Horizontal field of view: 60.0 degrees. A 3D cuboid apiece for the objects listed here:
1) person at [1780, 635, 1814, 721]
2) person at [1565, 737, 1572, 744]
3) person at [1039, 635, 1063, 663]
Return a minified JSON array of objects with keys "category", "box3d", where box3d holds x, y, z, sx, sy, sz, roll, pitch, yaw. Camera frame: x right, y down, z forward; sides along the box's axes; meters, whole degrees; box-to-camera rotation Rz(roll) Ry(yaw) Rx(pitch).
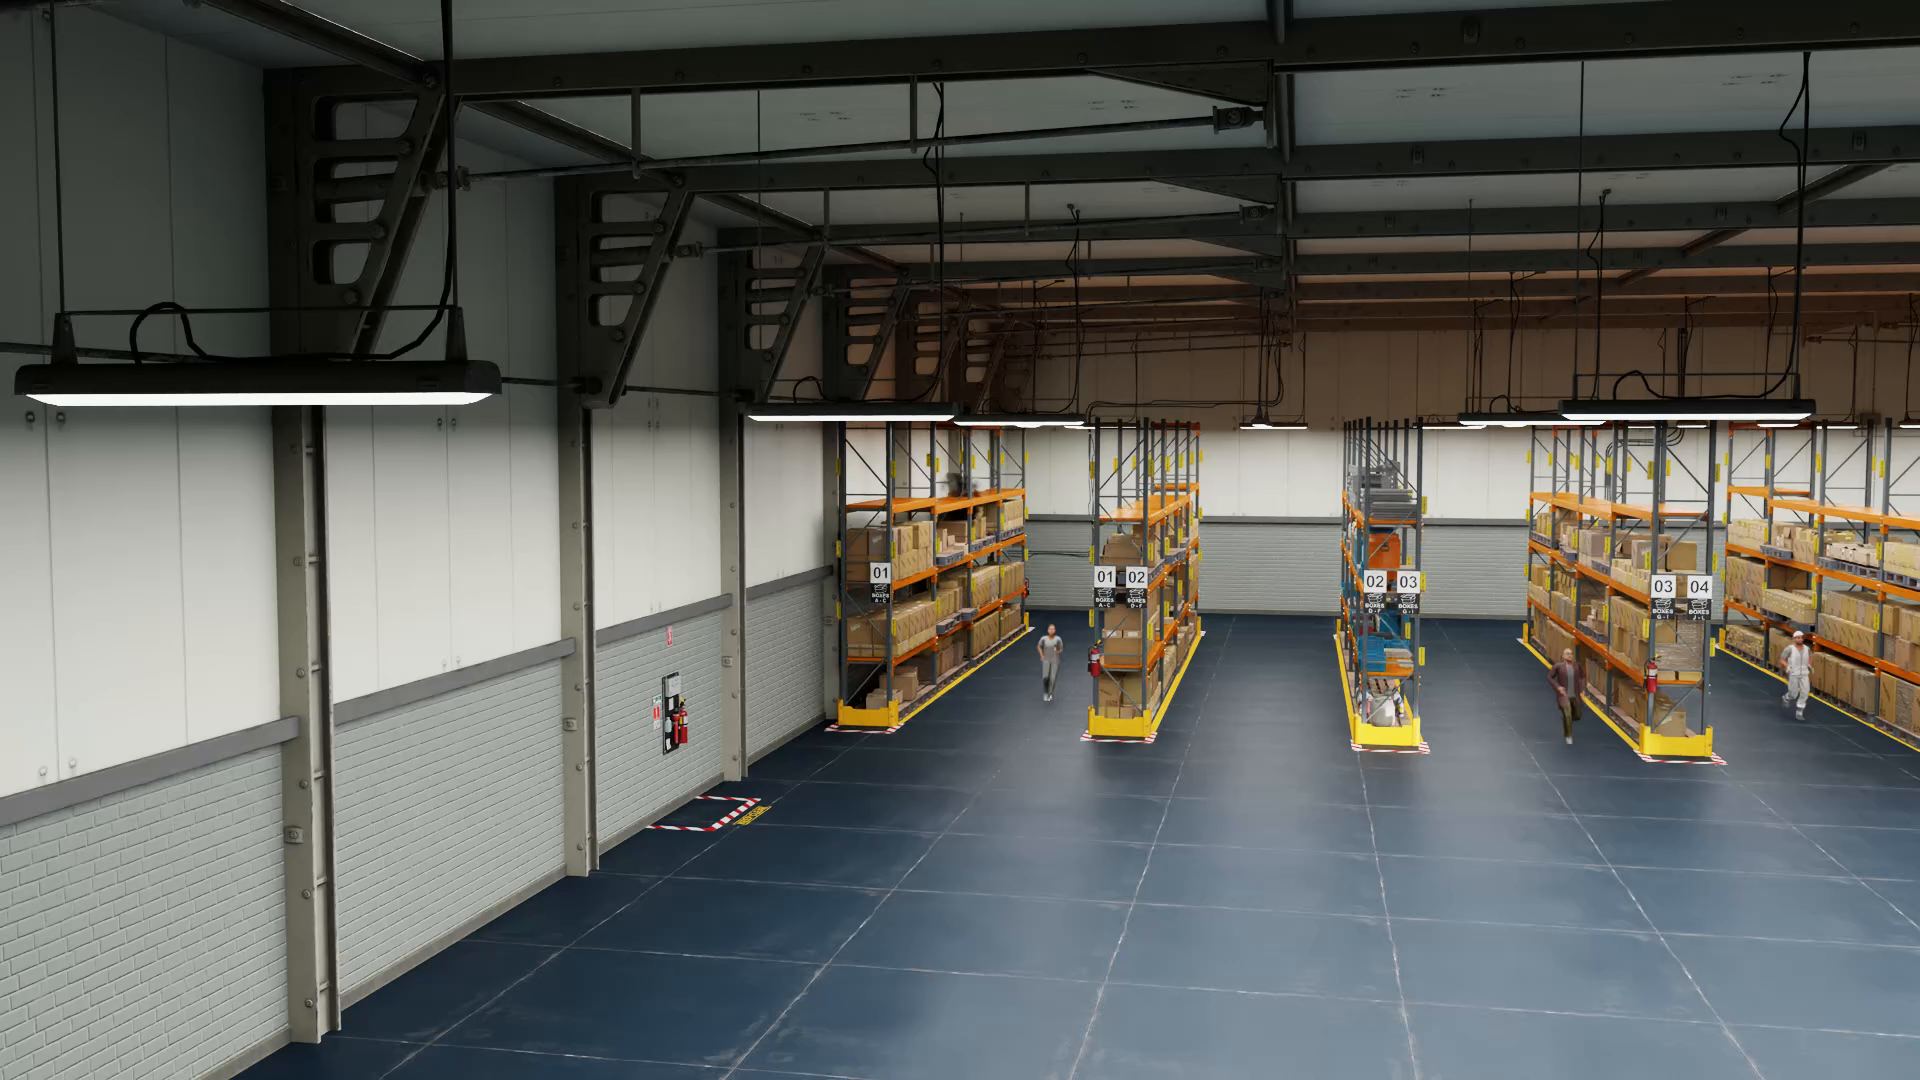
[{"category":"person","box3d":[16.715,2.717,33.186,0.654,1.710,0.814,0,4,4]},{"category":"person","box3d":[11.311,3.462,30.881,0.310,0.541,0.717,0,4,-1]},{"category":"person","box3d":[1.932,2.311,35.310,0.518,0.573,0.370,0,4,1]}]
